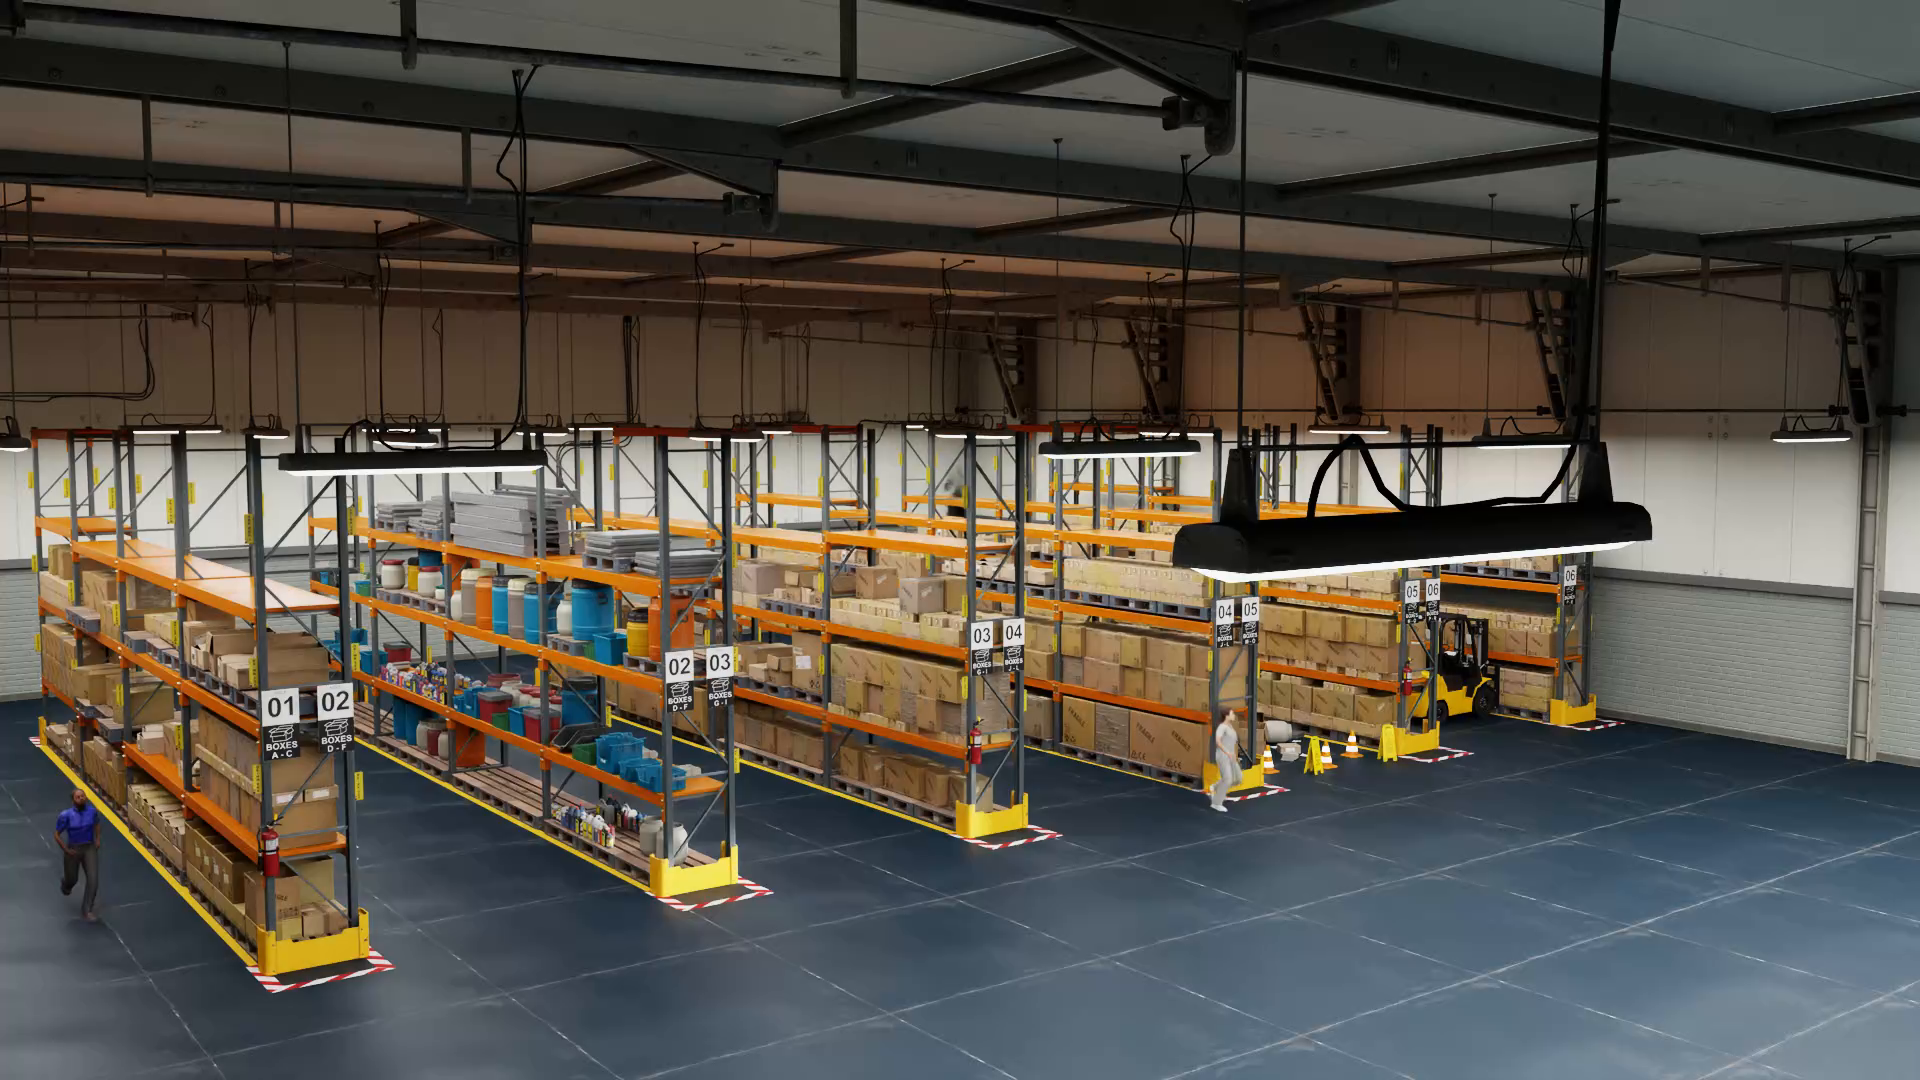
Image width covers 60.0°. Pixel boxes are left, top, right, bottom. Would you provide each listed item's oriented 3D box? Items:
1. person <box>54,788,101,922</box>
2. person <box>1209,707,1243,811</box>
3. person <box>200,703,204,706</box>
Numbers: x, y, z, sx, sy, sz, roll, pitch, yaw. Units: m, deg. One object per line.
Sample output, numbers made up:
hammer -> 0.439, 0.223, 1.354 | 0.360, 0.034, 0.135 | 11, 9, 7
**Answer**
person -> -11.026, 3.919, 20.828 | 0.567, 1.624, 0.871 | -4, 6, -41
person -> 4.240, 3.464, 26.432 | 0.533, 1.626, 0.617 | 3, 5, 32
person -> -14.133, 3.018, 31.324 | 0.885, 1.708, 0.602 | 4, 6, 41
